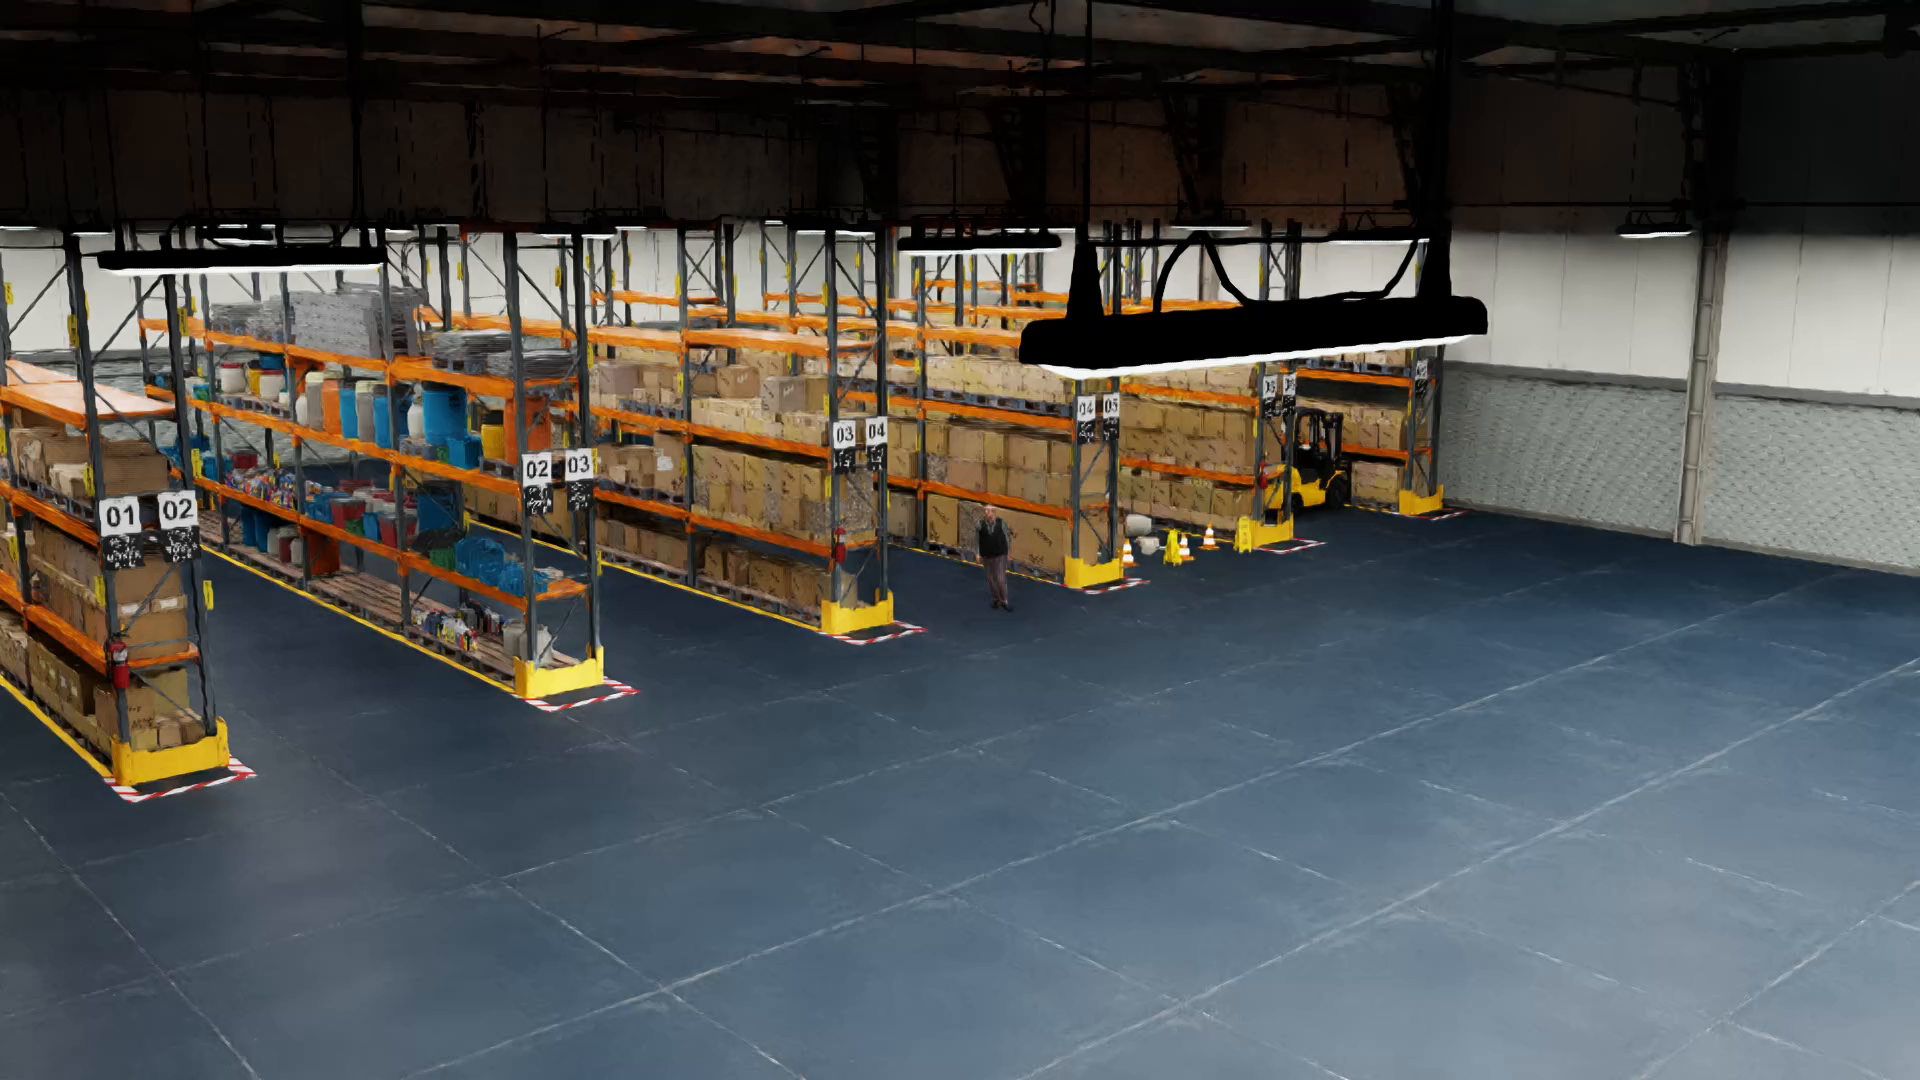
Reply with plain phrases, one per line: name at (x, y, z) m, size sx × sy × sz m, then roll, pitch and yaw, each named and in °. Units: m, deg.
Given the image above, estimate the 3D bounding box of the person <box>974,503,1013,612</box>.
person at (0.548, 0.251, 26.239) m, size 0.648 × 1.707 × 0.507 m, roll 3°, pitch 12°, yaw 13°

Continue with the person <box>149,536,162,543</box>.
person at (-13.557, -0.026, 27.641) m, size 0.721 × 1.716 × 0.843 m, roll -8°, pitch 14°, yaw -35°
